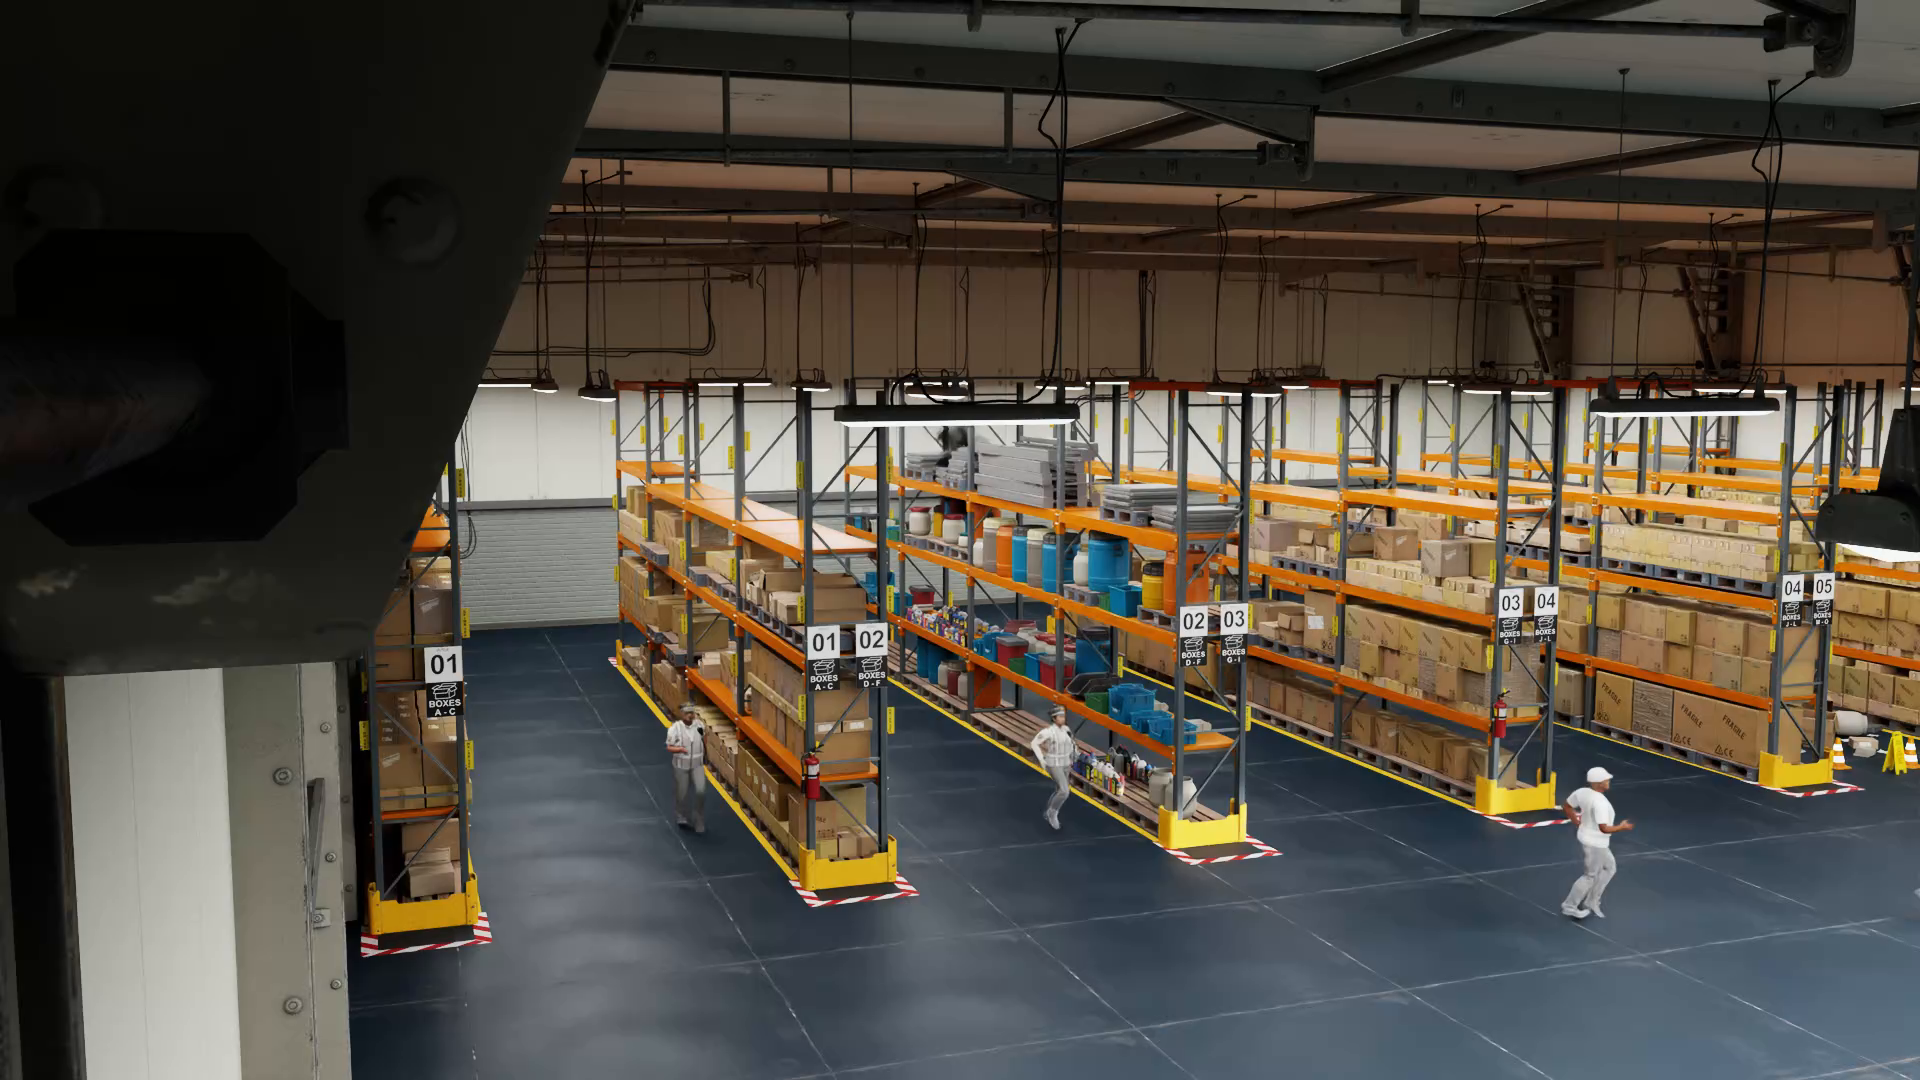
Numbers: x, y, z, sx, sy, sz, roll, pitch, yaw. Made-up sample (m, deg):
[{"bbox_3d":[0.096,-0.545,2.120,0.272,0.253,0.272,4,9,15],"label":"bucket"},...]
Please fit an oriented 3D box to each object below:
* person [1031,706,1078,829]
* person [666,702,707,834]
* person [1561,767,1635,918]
[{"bbox_3d":[1.355,3.098,22.668,0.582,1.685,0.656,-5,8,-42],"label":"person"},{"bbox_3d":[-3.679,3.083,22.559,0.611,1.827,0.801,-2,6,-20],"label":"person"},{"bbox_3d":[7.248,3.471,18.927,0.750,1.804,0.651,1,6,5],"label":"person"}]
